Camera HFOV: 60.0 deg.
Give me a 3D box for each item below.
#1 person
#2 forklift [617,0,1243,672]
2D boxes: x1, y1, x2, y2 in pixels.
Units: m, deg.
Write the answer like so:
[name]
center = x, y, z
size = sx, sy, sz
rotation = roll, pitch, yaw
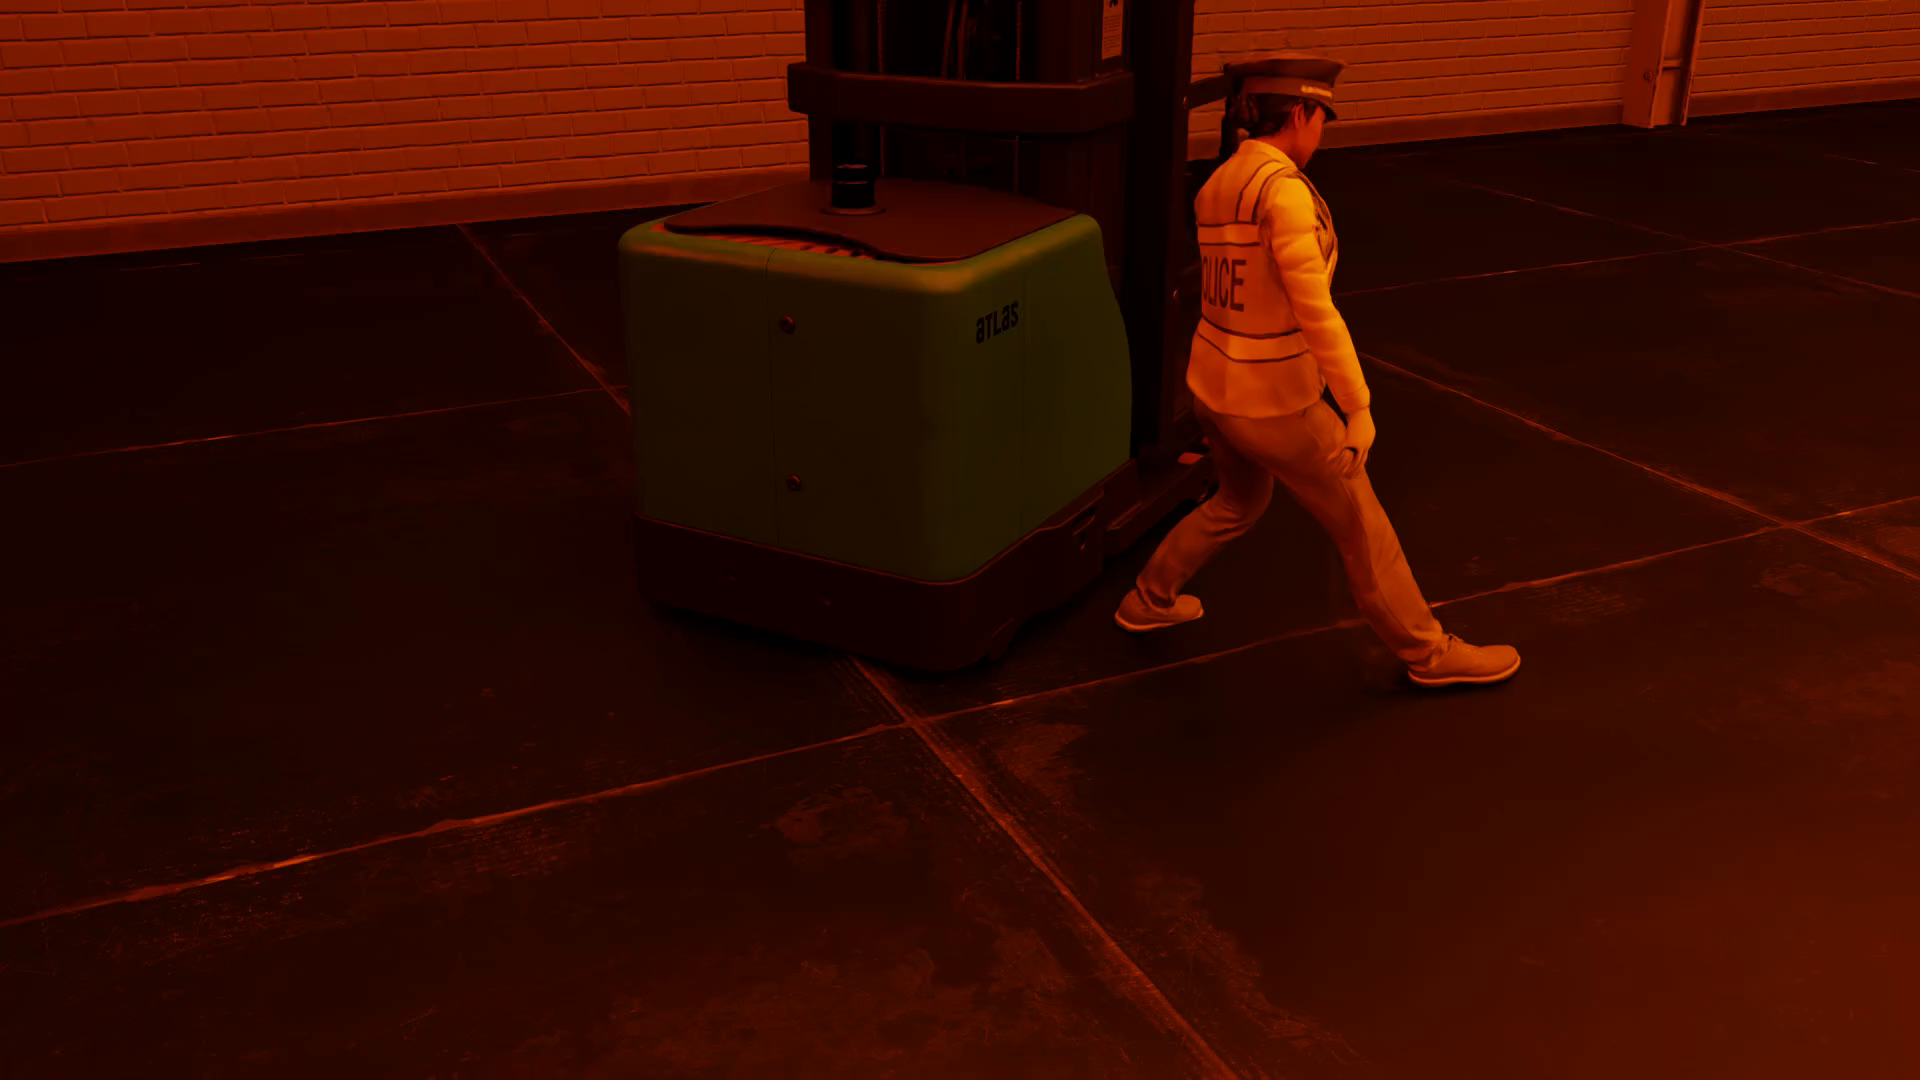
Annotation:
[person]
center = 0.925, -0.394, 4.082
size = 0.894, 1.558, 0.785
rotation = -6, 23, -14
[forklift]
center = 0.273, -1.549, 5.016
size = 1.130, 2.935, 3.031
rotation = 12, 25, 27
